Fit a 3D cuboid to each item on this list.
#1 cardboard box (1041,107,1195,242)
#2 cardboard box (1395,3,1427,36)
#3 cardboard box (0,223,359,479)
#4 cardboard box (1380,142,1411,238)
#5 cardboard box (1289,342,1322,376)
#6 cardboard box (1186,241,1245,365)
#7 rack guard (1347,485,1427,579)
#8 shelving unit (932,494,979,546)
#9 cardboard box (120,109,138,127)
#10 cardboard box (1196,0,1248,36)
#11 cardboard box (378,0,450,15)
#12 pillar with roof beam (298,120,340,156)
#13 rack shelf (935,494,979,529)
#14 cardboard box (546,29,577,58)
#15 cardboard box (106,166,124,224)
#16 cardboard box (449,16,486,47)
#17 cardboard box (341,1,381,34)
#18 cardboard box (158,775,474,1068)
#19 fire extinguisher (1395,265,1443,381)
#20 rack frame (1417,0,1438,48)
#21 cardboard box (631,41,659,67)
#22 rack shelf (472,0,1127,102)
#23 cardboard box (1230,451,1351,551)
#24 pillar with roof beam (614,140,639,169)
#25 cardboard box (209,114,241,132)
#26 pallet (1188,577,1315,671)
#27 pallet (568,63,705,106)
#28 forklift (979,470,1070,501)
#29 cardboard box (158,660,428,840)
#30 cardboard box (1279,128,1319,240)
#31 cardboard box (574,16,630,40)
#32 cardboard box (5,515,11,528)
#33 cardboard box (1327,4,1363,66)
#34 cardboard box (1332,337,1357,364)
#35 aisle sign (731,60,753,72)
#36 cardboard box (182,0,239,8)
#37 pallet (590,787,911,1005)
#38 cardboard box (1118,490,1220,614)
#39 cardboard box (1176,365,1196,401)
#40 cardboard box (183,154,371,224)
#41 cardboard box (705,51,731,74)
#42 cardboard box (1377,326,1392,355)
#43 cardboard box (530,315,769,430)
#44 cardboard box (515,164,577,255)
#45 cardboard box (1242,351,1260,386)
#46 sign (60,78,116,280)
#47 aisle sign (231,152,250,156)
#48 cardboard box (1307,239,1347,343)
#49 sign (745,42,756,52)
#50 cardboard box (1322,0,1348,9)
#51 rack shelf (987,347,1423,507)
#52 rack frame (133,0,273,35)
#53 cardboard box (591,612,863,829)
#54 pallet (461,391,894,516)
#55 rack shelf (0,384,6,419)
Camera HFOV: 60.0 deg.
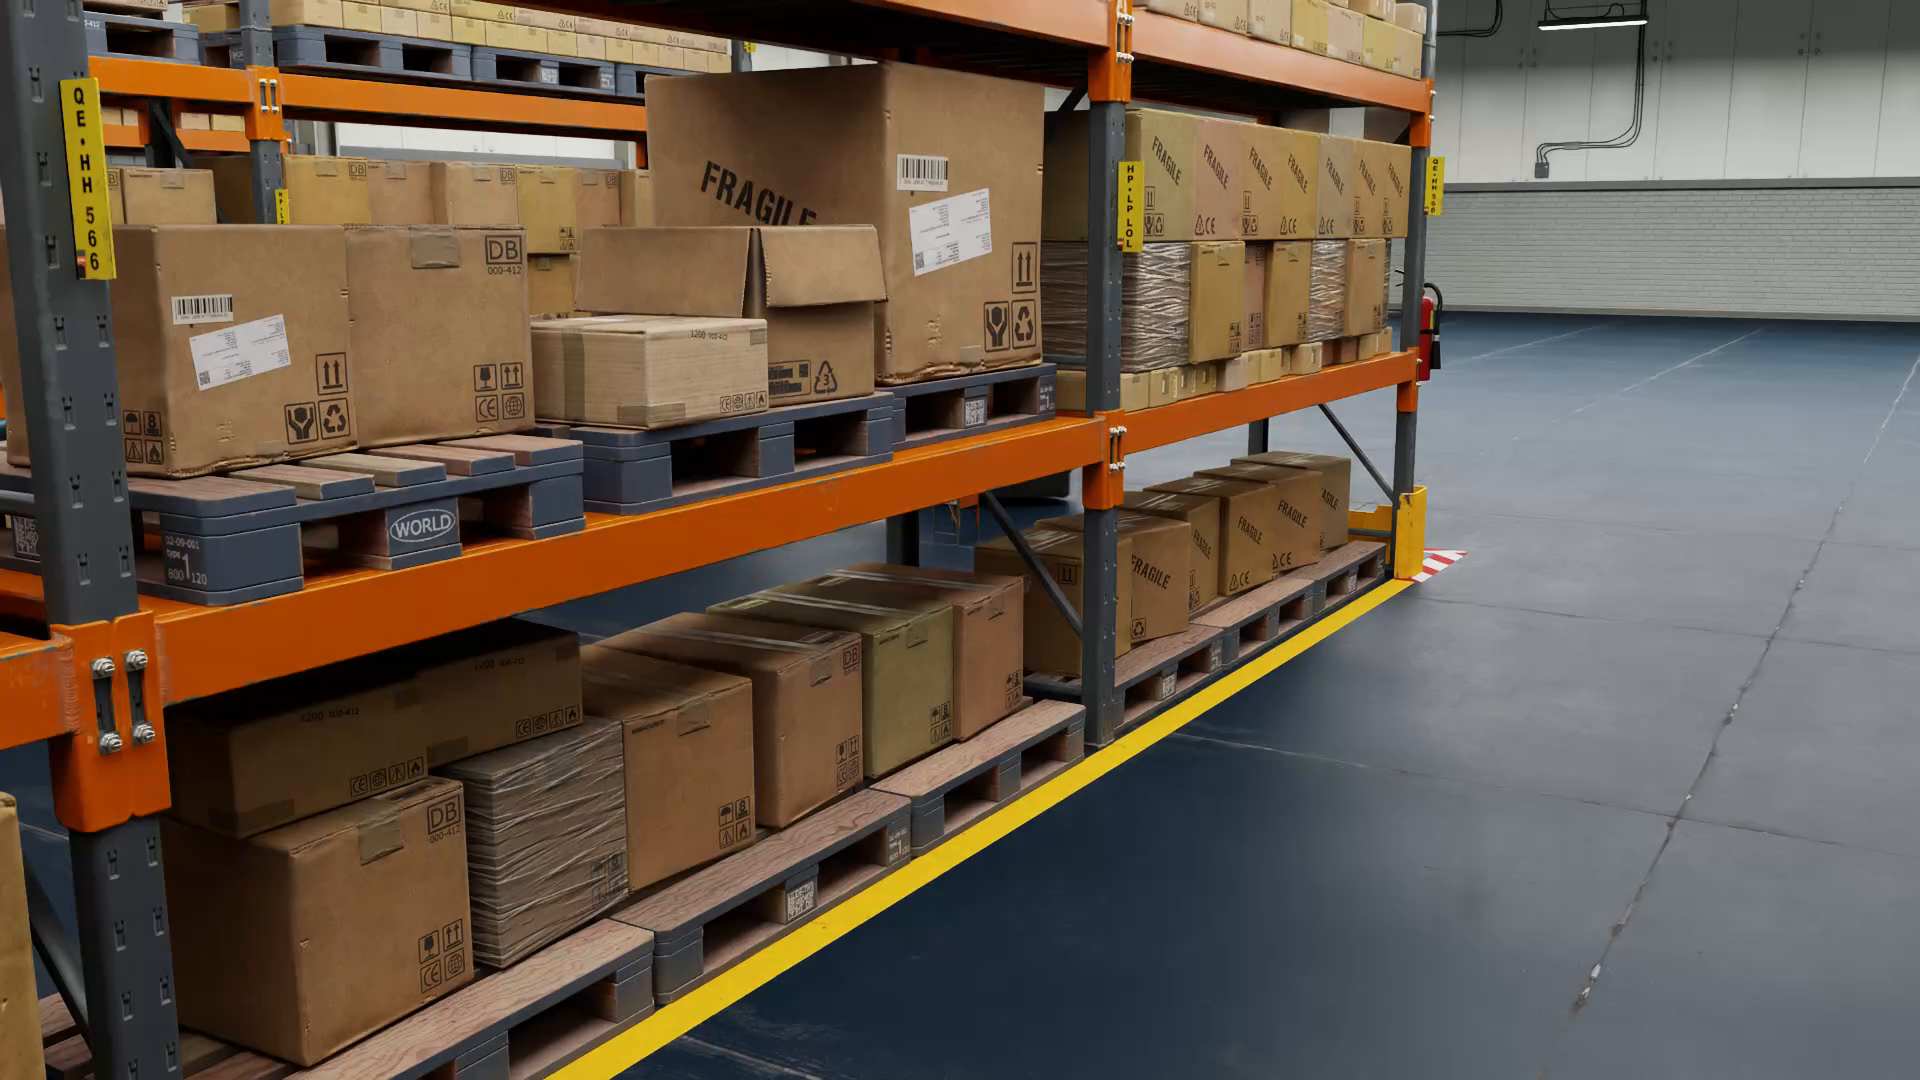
[{"bbox_3d":[0.603,-1.443,6.630,0.500,0.500,0.500,6,12,31],"label":"cardboard box"},{"bbox_3d":[2.351,-2.862,9.180,0.380,0.149,0.250,6,12,31],"label":"cardboard box"},{"bbox_3d":[-1.679,-0.425,3.577,0.500,0.500,0.500,5,12,24],"label":"cardboard box"},{"bbox_3d":[2.154,-1.916,9.154,0.500,0.500,0.500,6,12,31],"label":"cardboard box"},{"bbox_3d":[1.568,-0.905,8.236,0.380,0.149,0.250,6,12,31],"label":"cardboard box"},{"bbox_3d":[0.728,-1.046,7.223,0.875,0.500,0.500,6,12,31],"label":"cardboard box"},{"bbox_3d":[2.189,-0.099,10.037,1.175,0.500,0.348,6,12,31],"label":"rack guard"},{"bbox_3d":[-0.028,-0.508,10.727,0.215,1.050,0.252,6,12,31],"label":"shelving unit"},{"bbox_3d":[-6.733,-3.396,13.389,0.380,0.149,0.250,6,12,30],"label":"cardboard box"},{"bbox_3d":[0.875,-2.241,6.943,0.500,0.250,0.500,6,12,30],"label":"cardboard box"},{"bbox_3d":[-3.281,-3.132,9.482,0.500,0.250,0.500,6,12,30],"label":"cardboard box"},{"bbox_3d":[-4.823,-6.217,19.625,9.100,9.000,0.400,6,12,31],"label":"pillar with roof beam"},{"bbox_3d":[-0.028,-0.224,10.780,0.215,0.259,0.240,6,12,31],"label":"rack shelf"},{"bbox_3d":[-2.633,-3.111,10.453,0.380,0.149,0.250,7,12,31],"label":"cardboard box"},{"bbox_3d":[-4.553,-1.581,8.172,0.700,0.500,0.500,6,12,30],"label":"cardboard box"},{"bbox_3d":[-3.029,-2.991,9.814,0.380,0.149,0.250,6,12,30],"label":"cardboard box"},{"bbox_3d":[-3.422,-2.872,9.177,0.380,0.149,0.250,6,12,31],"label":"cardboard box"},{"bbox_3d":[-1.594,0.824,3.913,0.700,0.500,0.500,6,12,28],"label":"cardboard box"},{"bbox_3d":[2.682,-1.275,9.739,0.296,0.674,0.183,6,12,31],"label":"fire extinguisher"},{"bbox_3d":[2.229,-4.288,9.319,1.000,3.000,0.127,6,12,31],"label":"rack frame"},{"bbox_3d":[-2.237,-3.231,11.095,0.380,0.149,0.250,7,12,31],"label":"cardboard box"},{"bbox_3d":[-0.886,-1.516,4.621,1.077,0.370,4.000,6,12,31],"label":"rack shelf"},{"bbox_3d":[1.890,-0.220,9.546,0.500,0.500,0.500,9,14,41],"label":"cardboard box"},{"bbox_3d":[-1.708,-7.161,24.665,9.100,9.000,0.400,6,12,31],"label":"pillar with roof beam"},{"bbox_3d":[-6.288,-3.512,14.007,0.380,0.149,0.250,6,12,31],"label":"cardboard box"},{"bbox_3d":[1.103,0.359,8.378,1.003,0.211,1.213,6,12,31],"label":"pallet"},{"bbox_3d":[-2.334,-3.142,11.591,1.003,0.211,1.213,6,12,31],"label":"pallet"},{"bbox_3d":[0.104,-1.951,13.324,1.130,2.935,3.031,-1,11,-7],"label":"forklift"},{"bbox_3d":[-1.603,0.454,3.849,0.500,0.250,0.500,7,13,33],"label":"cardboard box"},{"bbox_3d":[1.371,-1.681,7.897,0.500,0.500,0.500,6,12,31],"label":"cardboard box"},{"bbox_3d":[-2.495,-3.370,10.755,0.500,0.250,0.500,6,12,30],"label":"cardboard box"},{"bbox_3d":[-4.784,-0.043,7.919,1.050,0.750,0.750,6,12,31],"label":"cardboard box"},{"bbox_3d":[1.665,-2.481,8.227,0.500,0.250,0.500,7,13,32],"label":"cardboard box"},{"bbox_3d":[1.898,-1.030,8.901,0.380,0.149,0.250,6,12,31],"label":"cardboard box"},{"bbox_3d":[-1.665,-3.089,12.154,0.394,0.787,0.004,6,12,31],"label":"aisle sign"},{"bbox_3d":[-3.999,-3.104,9.334,0.500,0.250,0.500,6,12,30],"label":"cardboard box"},{"bbox_3d":[-0.884,0.976,5.084,1.003,0.211,1.213,6,12,31],"label":"pallet"},{"bbox_3d":[0.940,0.057,8.064,0.500,0.500,0.500,5,12,26],"label":"cardboard box"},{"bbox_3d":[0.768,-0.672,6.988,0.380,0.149,0.250,6,12,31],"label":"cardboard box"},{"bbox_3d":[-3.814,-1.859,9.306,0.875,0.550,0.550,6,12,31],"label":"cardboard box"},{"bbox_3d":[-1.841,-3.351,11.734,0.380,0.149,0.250,6,12,31],"label":"cardboard box"},{"bbox_3d":[2.257,-1.151,9.549,0.380,0.149,0.250,6,12,31],"label":"cardboard box"},{"bbox_3d":[-0.858,-0.455,4.416,0.500,0.250,0.500,6,12,29],"label":"cardboard box"},{"bbox_3d":[-2.961,-2.113,10.660,0.875,0.550,0.500,6,12,31],"label":"cardboard box"},{"bbox_3d":[1.149,-0.791,7.624,0.380,0.149,0.250,6,12,31],"label":"cardboard box"},{"bbox_3d":[-1.449,-0.598,2.763,0.100,0.325,0.005,6,12,31],"label":"sign"},{"bbox_3d":[-6.474,-3.603,14.899,0.394,0.787,0.004,6,12,31],"label":"aisle sign"},{"bbox_3d":[1.466,-1.286,8.507,0.875,0.500,0.500,6,12,31],"label":"cardboard box"},{"bbox_3d":[-1.502,-3.646,11.848,0.100,0.325,0.005,6,12,31],"label":"sign"},{"bbox_3d":[1.669,-2.659,8.090,0.380,0.149,0.250,6,12,28],"label":"cardboard box"},{"bbox_3d":[1.190,-0.671,8.257,1.077,0.370,4.000,6,12,31],"label":"rack shelf"},{"bbox_3d":[-4.035,-4.149,8.575,1.000,3.000,0.127,6,12,31],"label":"rack frame"},{"bbox_3d":[-0.739,0.558,5.334,0.700,0.500,0.500,5,12,26],"label":"cardboard box"},{"bbox_3d":[-0.932,-0.302,4.852,1.003,0.211,1.213,6,12,31],"label":"pallet"},{"bbox_3d":[-5.073,-0.532,7.513,1.077,0.370,4.000,6,12,31],"label":"rack shelf"}]
